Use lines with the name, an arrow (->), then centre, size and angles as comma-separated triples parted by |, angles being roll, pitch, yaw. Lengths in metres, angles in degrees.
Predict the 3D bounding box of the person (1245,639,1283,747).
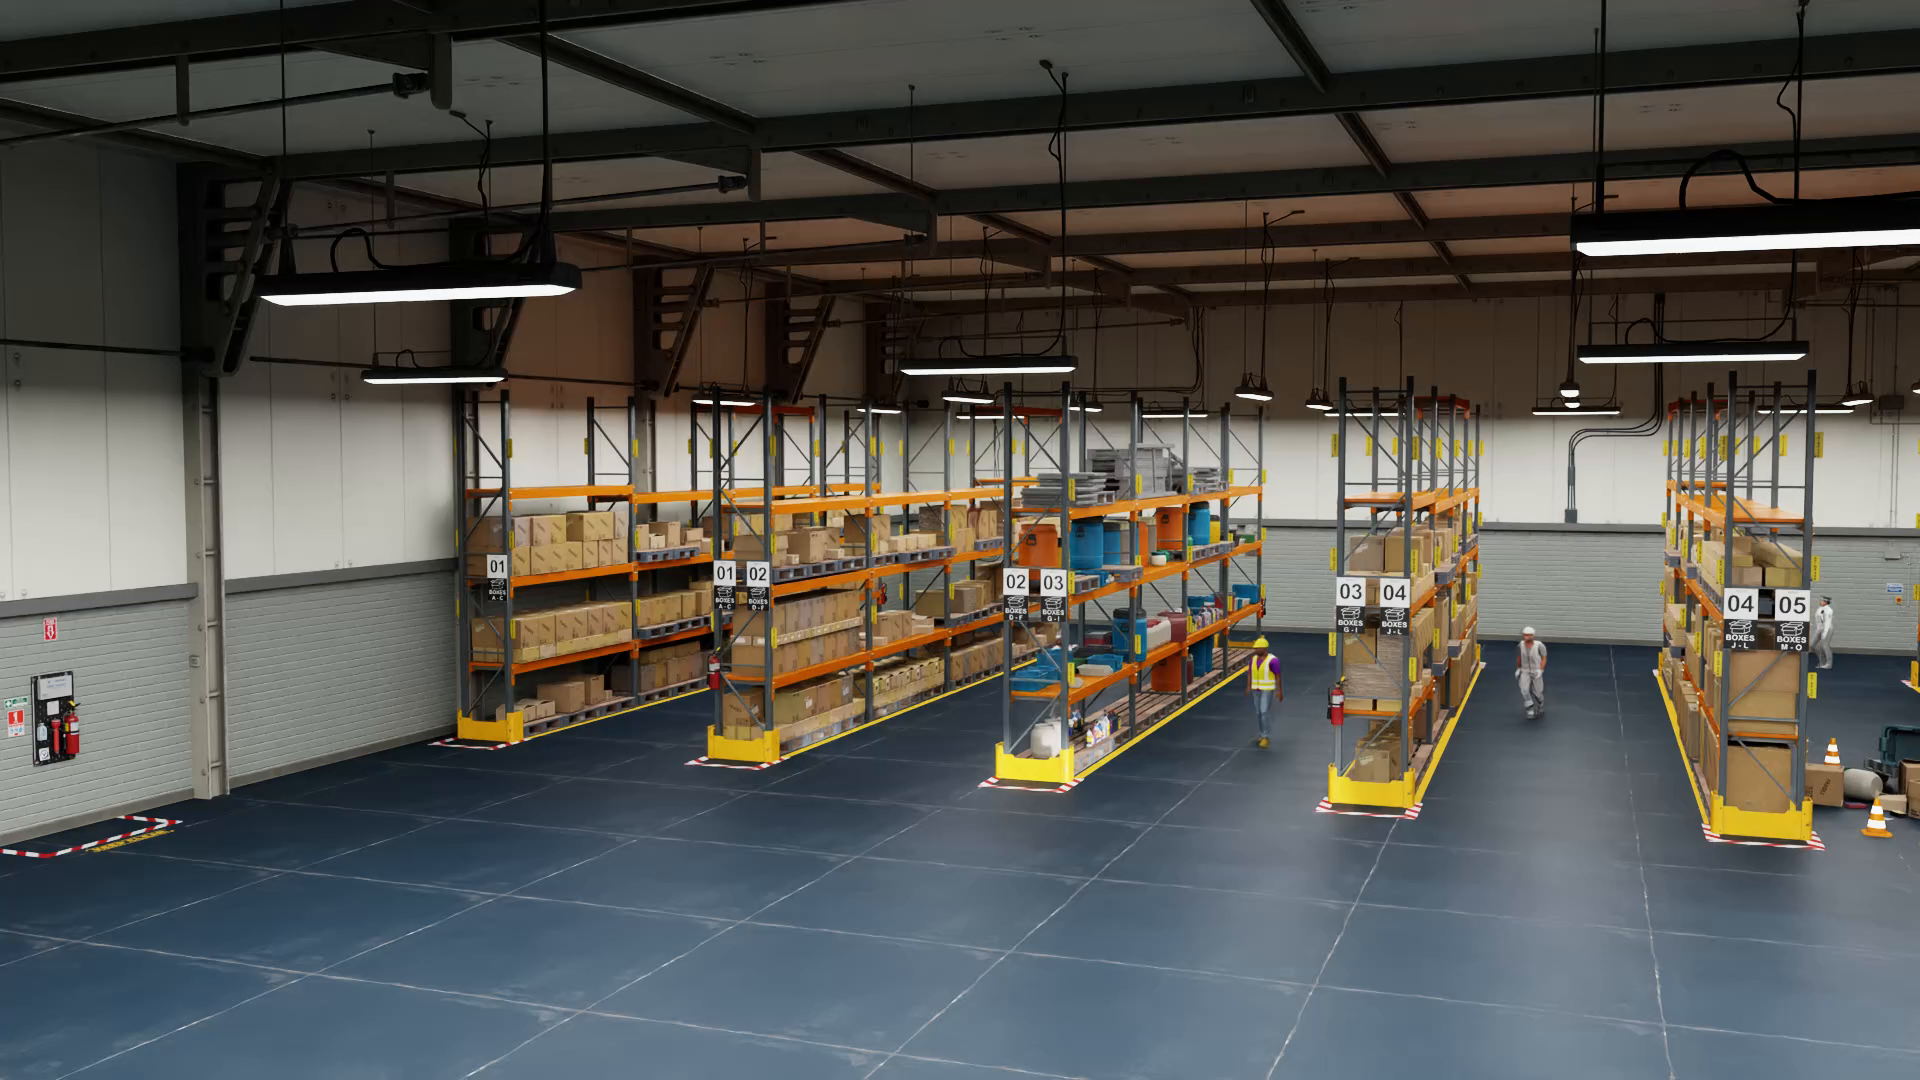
person -> 5.088, 2.566, 28.194 | 0.668, 1.762, 0.654 | -3, 4, -42

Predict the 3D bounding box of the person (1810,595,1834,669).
person -> 19.552, 2.084, 37.670 | 0.437, 1.709, 0.504 | 0, 3, -3

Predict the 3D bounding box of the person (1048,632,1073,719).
person -> 1.774, 2.492, 30.399 | 0.922, 1.637, 0.483 | -3, 4, -41

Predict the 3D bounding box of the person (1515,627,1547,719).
person -> 10.633, 2.453, 30.961 | 0.592, 1.698, 0.796 | 2, 4, 33
